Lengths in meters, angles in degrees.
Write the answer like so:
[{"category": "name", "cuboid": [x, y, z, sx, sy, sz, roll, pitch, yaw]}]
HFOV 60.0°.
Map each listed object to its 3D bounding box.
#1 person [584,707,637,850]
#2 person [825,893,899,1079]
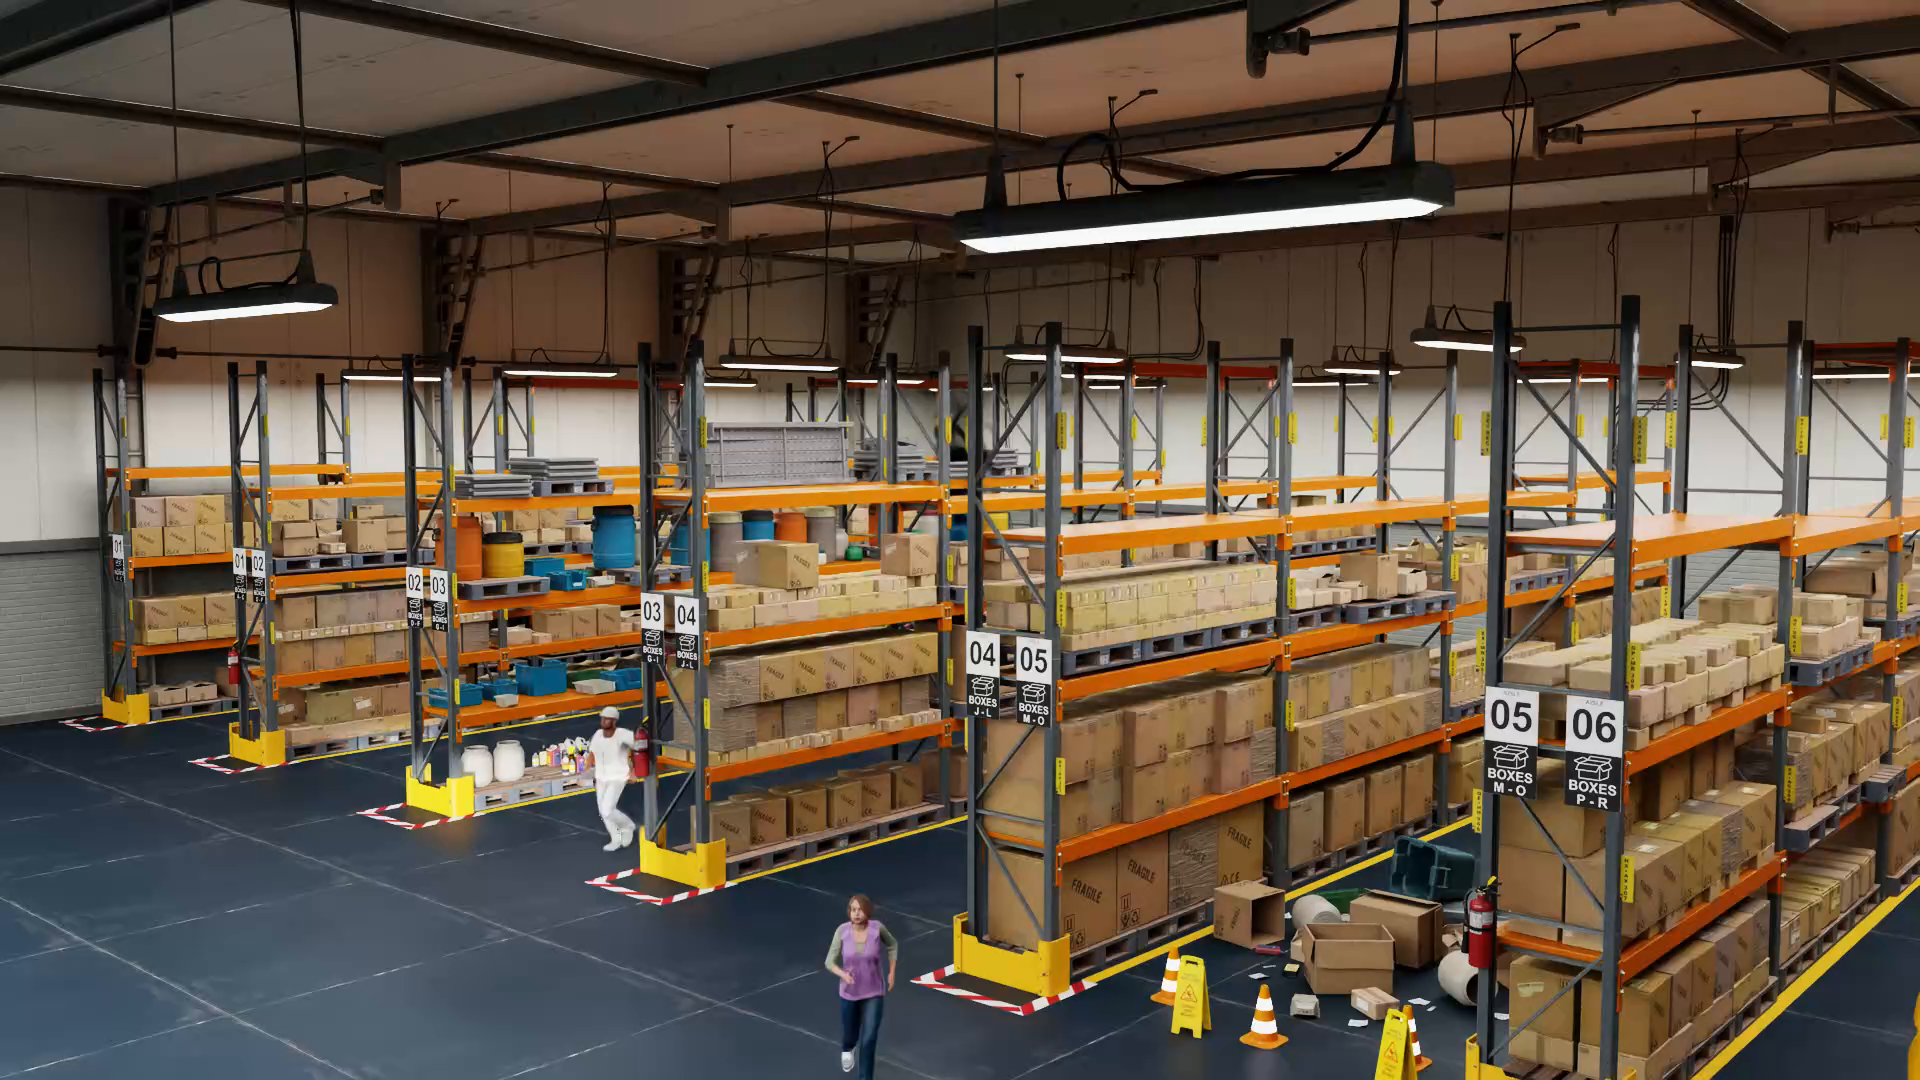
[{"category": "person", "cuboid": [-4.158, 2.842, 19.766, 0.728, 1.730, 0.584, 2, 5, 28]}, {"category": "person", "cuboid": [-0.741, 3.442, 12.598, 0.551, 1.603, 0.882, 0, 4, -1]}]
